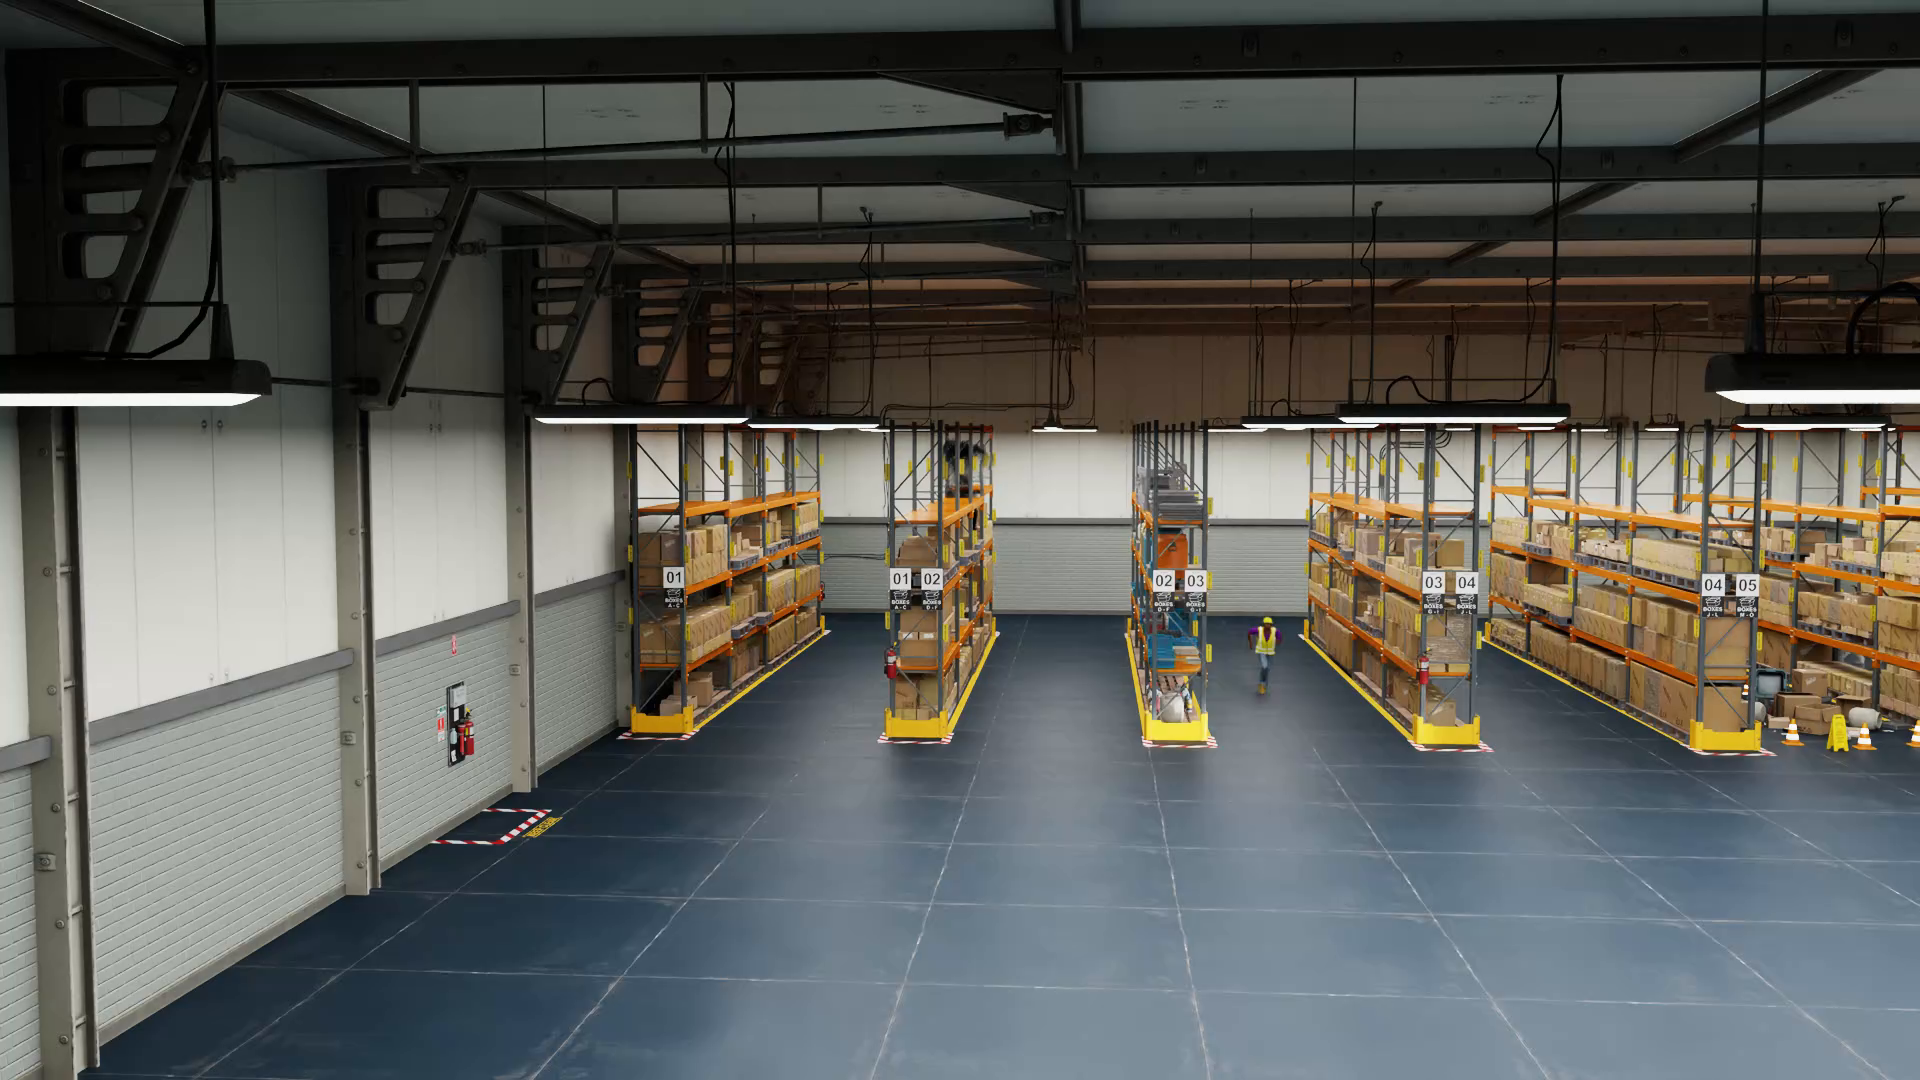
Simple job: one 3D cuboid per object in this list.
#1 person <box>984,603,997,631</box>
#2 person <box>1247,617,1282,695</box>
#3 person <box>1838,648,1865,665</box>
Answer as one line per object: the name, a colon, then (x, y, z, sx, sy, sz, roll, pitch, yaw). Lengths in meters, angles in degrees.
person: (0.615, 1.843, 48.495, 0.878, 1.677, 0.660, 1, 4, 12)
person: (6.731, 2.536, 36.706, 0.683, 1.719, 0.919, -1, 4, -8)
person: (22.020, 2.231, 41.183, 0.724, 1.794, 0.953, 0, 4, -1)
